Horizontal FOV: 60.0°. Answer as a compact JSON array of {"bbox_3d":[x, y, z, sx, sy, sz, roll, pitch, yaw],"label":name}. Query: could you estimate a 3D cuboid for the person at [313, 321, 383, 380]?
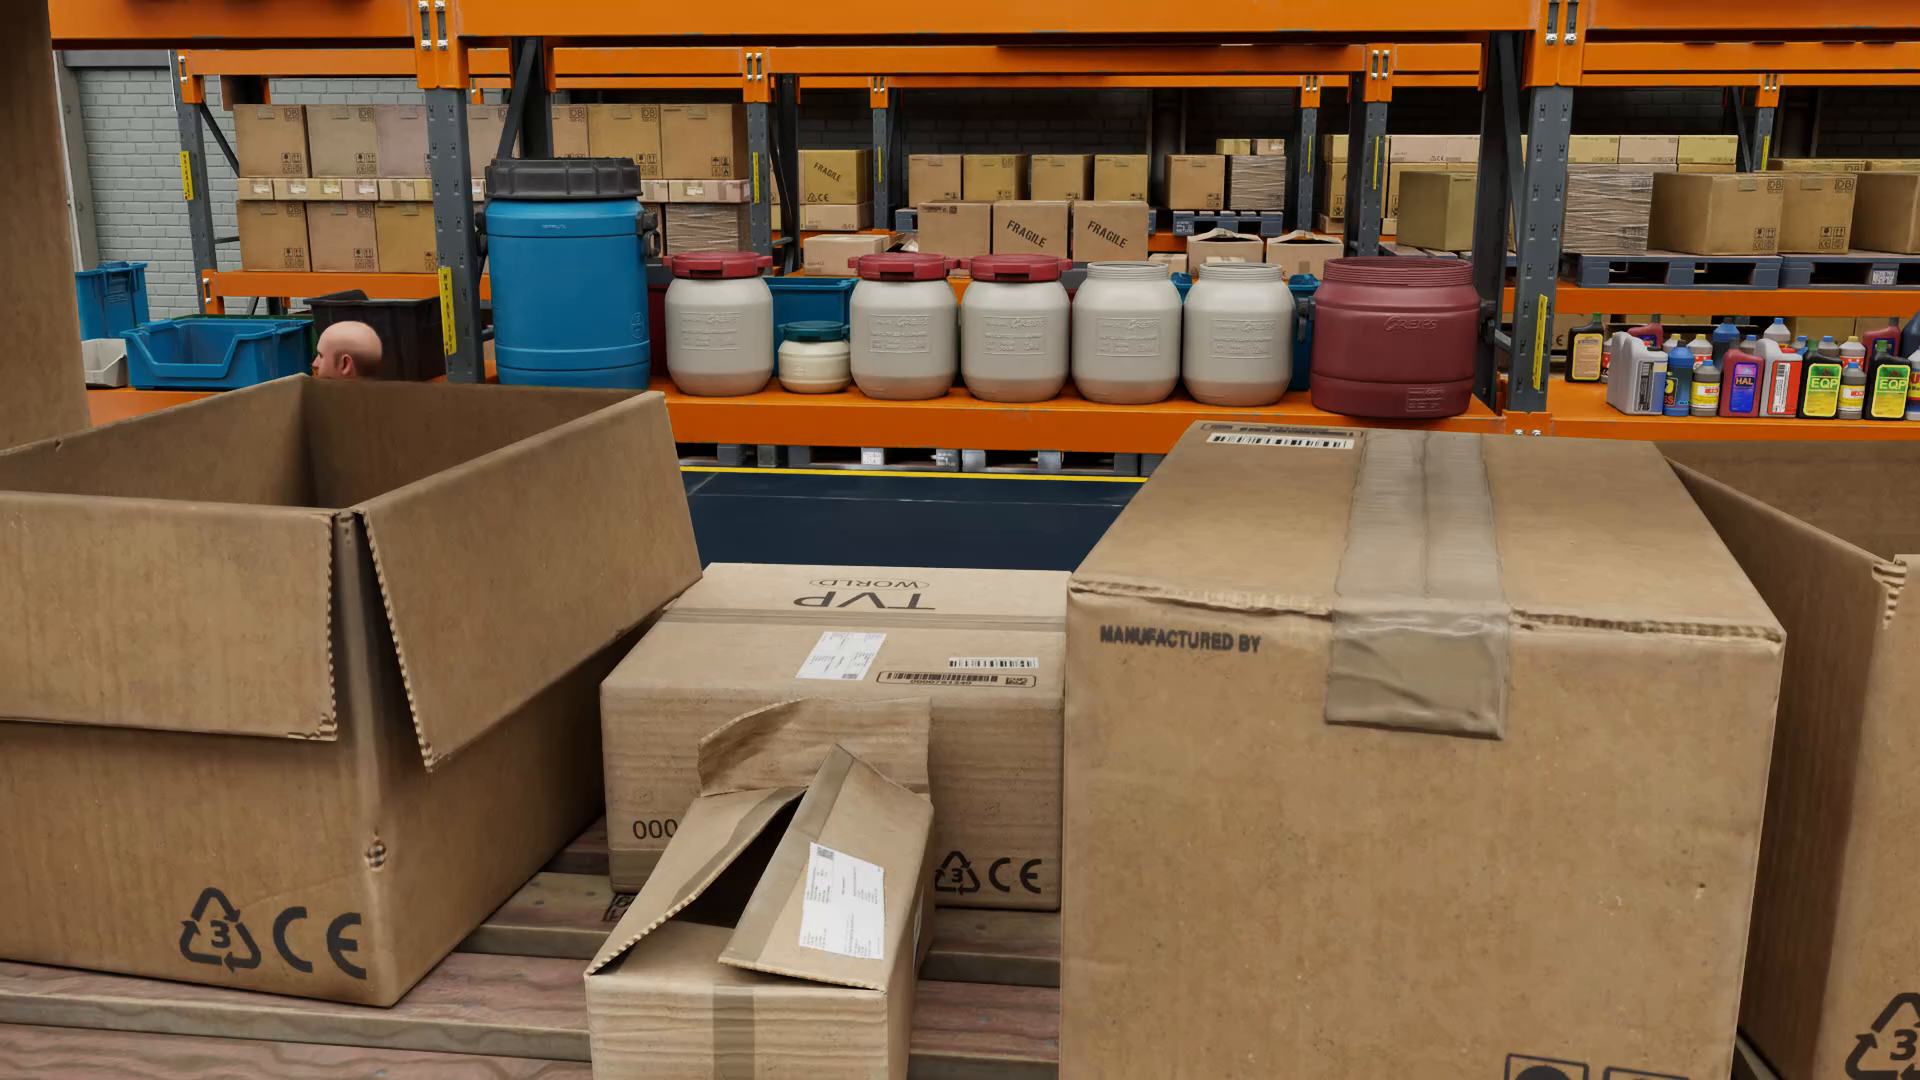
[{"bbox_3d":[-1.965,0.137,5.497,0.847,1.714,0.589,-3,14,-10],"label":"person"}]
